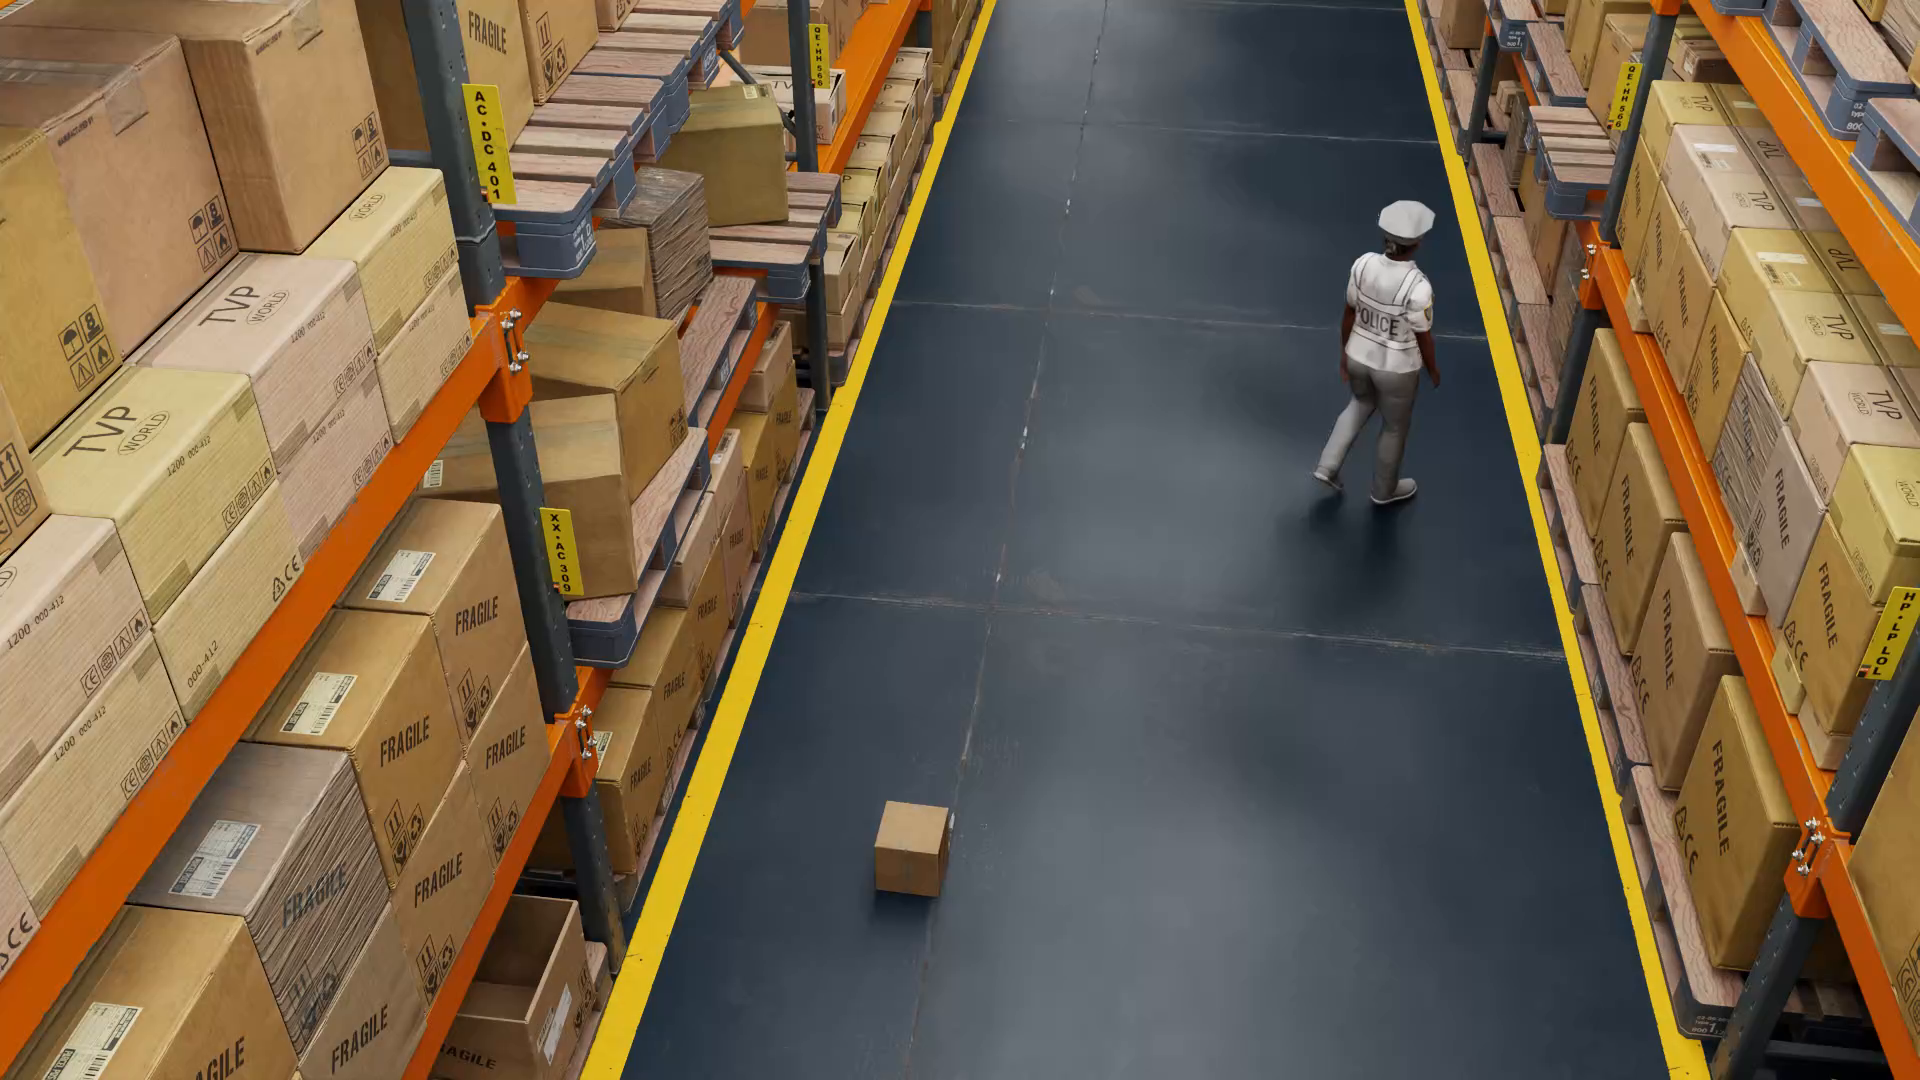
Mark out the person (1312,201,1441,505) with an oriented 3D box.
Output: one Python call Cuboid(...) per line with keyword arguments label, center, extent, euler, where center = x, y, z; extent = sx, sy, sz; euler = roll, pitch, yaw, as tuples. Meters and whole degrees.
Cuboid(label="person", center=(2.130, -0.896, 8.210), extent=(0.527, 1.668, 0.468), euler=(-27, 44, -31))
